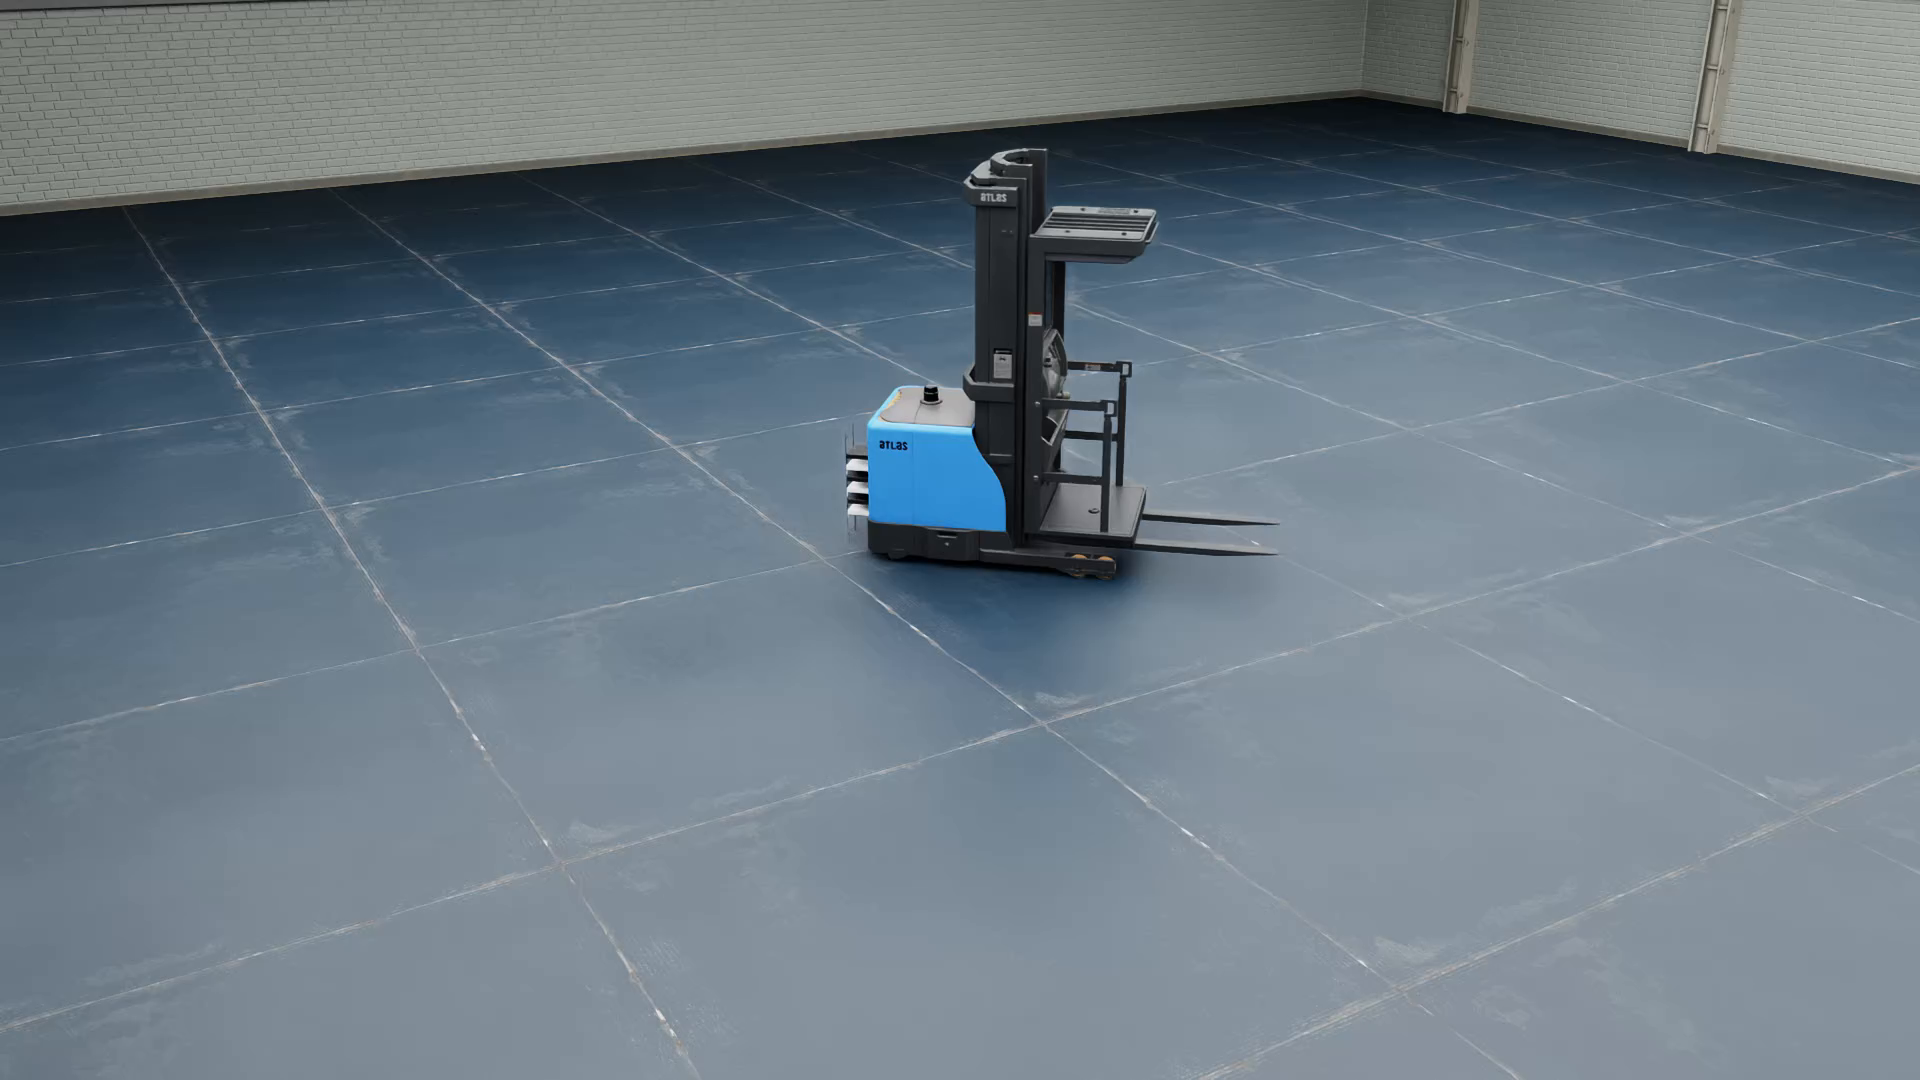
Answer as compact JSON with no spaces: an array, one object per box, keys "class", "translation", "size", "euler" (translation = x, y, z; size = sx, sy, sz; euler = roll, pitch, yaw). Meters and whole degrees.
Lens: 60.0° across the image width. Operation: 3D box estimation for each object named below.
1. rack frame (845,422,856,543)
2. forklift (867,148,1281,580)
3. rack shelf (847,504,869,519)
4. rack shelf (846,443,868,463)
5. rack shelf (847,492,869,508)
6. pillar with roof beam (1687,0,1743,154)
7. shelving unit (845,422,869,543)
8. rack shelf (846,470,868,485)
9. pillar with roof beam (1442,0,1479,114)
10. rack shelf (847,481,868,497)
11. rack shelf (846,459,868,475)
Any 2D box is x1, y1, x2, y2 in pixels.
[{"class":"rack frame","translation":[-0.835,-0.439,12.696],"size":[0.006,0.900,0.240],"euler":[4,23,11]},{"class":"forklift","translation":[0.877,-1.286,12.084],"size":[3.031,2.935,1.130],"euler":[4,23,11]},{"class":"rack shelf","translation":[-0.735,-0.234,12.758],"size":[0.200,0.077,0.258],"euler":[4,23,11]},{"class":"rack shelf","translation":[-0.735,-0.651,12.588],"size":[0.200,0.077,0.258],"euler":[4,23,11]},{"class":"rack shelf","translation":[-0.735,-0.317,12.724],"size":[0.200,0.077,0.258],"euler":[4,23,11]},{"class":"pillar with roof beam","translation":[9.745,-10.378,26.393],"size":[9.100,9.000,0.400],"euler":[-13,25,-28]},{"class":"shelving unit","translation":[-0.735,-0.431,12.678],"size":[0.210,0.900,0.258],"euler":[4,23,11]},{"class":"rack shelf","translation":[-0.735,-0.484,12.656],"size":[0.200,0.077,0.258],"euler":[4,23,11]},{"class":"pillar with roof beam","translation":[6.680,-12.320,31.171],"size":[9.100,9.000,0.400],"euler":[-13,25,-28]},{"class":"rack shelf","translation":[-0.735,-0.400,12.690],"size":[0.200,0.077,0.258],"euler":[4,23,11]},{"class":"rack shelf","translation":[-0.735,-0.567,12.622],"size":[0.200,0.077,0.258],"euler":[4,23,11]}]
